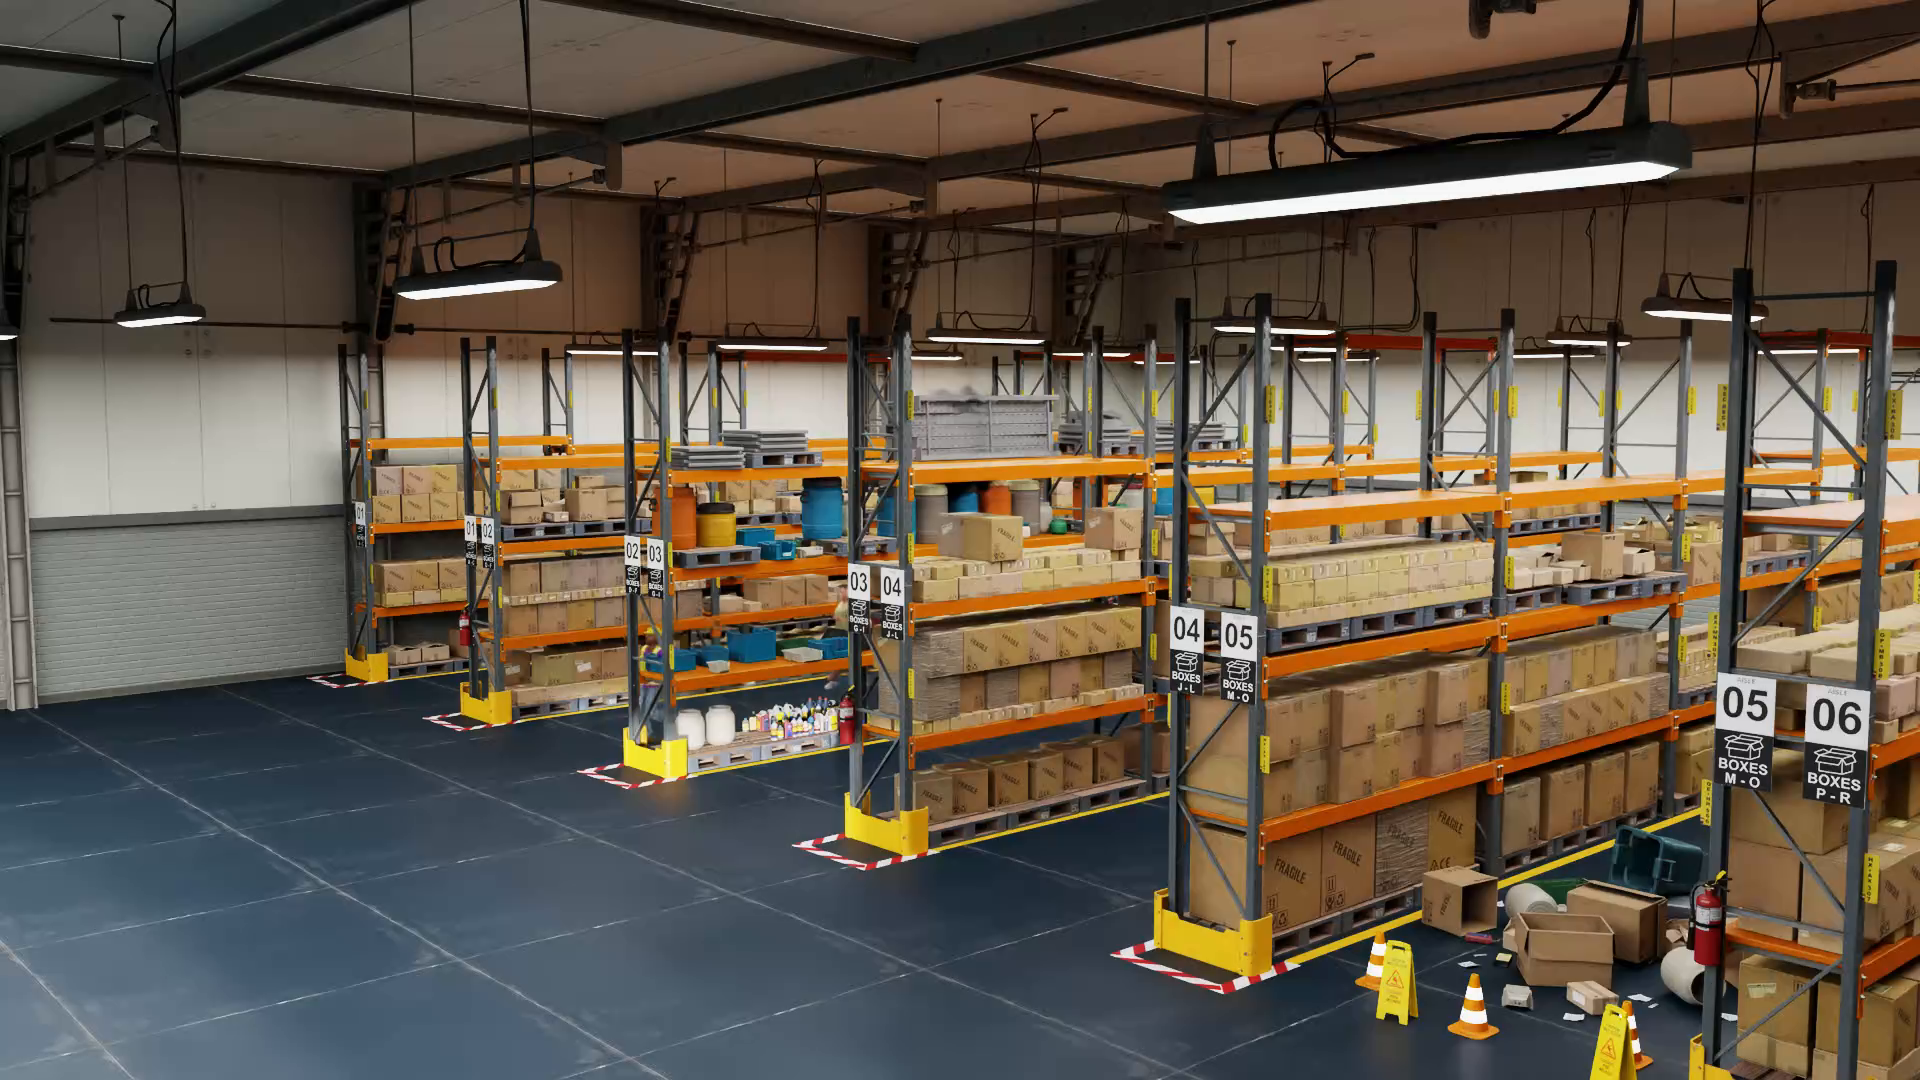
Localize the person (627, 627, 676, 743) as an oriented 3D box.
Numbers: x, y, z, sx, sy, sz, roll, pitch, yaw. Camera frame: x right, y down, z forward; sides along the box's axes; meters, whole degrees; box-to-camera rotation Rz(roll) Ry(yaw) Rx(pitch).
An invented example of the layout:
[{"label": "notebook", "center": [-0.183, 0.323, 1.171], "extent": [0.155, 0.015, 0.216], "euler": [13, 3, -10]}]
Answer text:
[{"label": "person", "center": [-4.501, 2.117, 24.407], "extent": [0.700, 1.718, 0.625], "euler": [4, 6, 36]}]

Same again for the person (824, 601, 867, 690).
[{"label": "person", "center": [-1.877, 1.713, 27.209], "extent": [0.530, 1.447, 0.883], "euler": [4, 7, 39]}]
